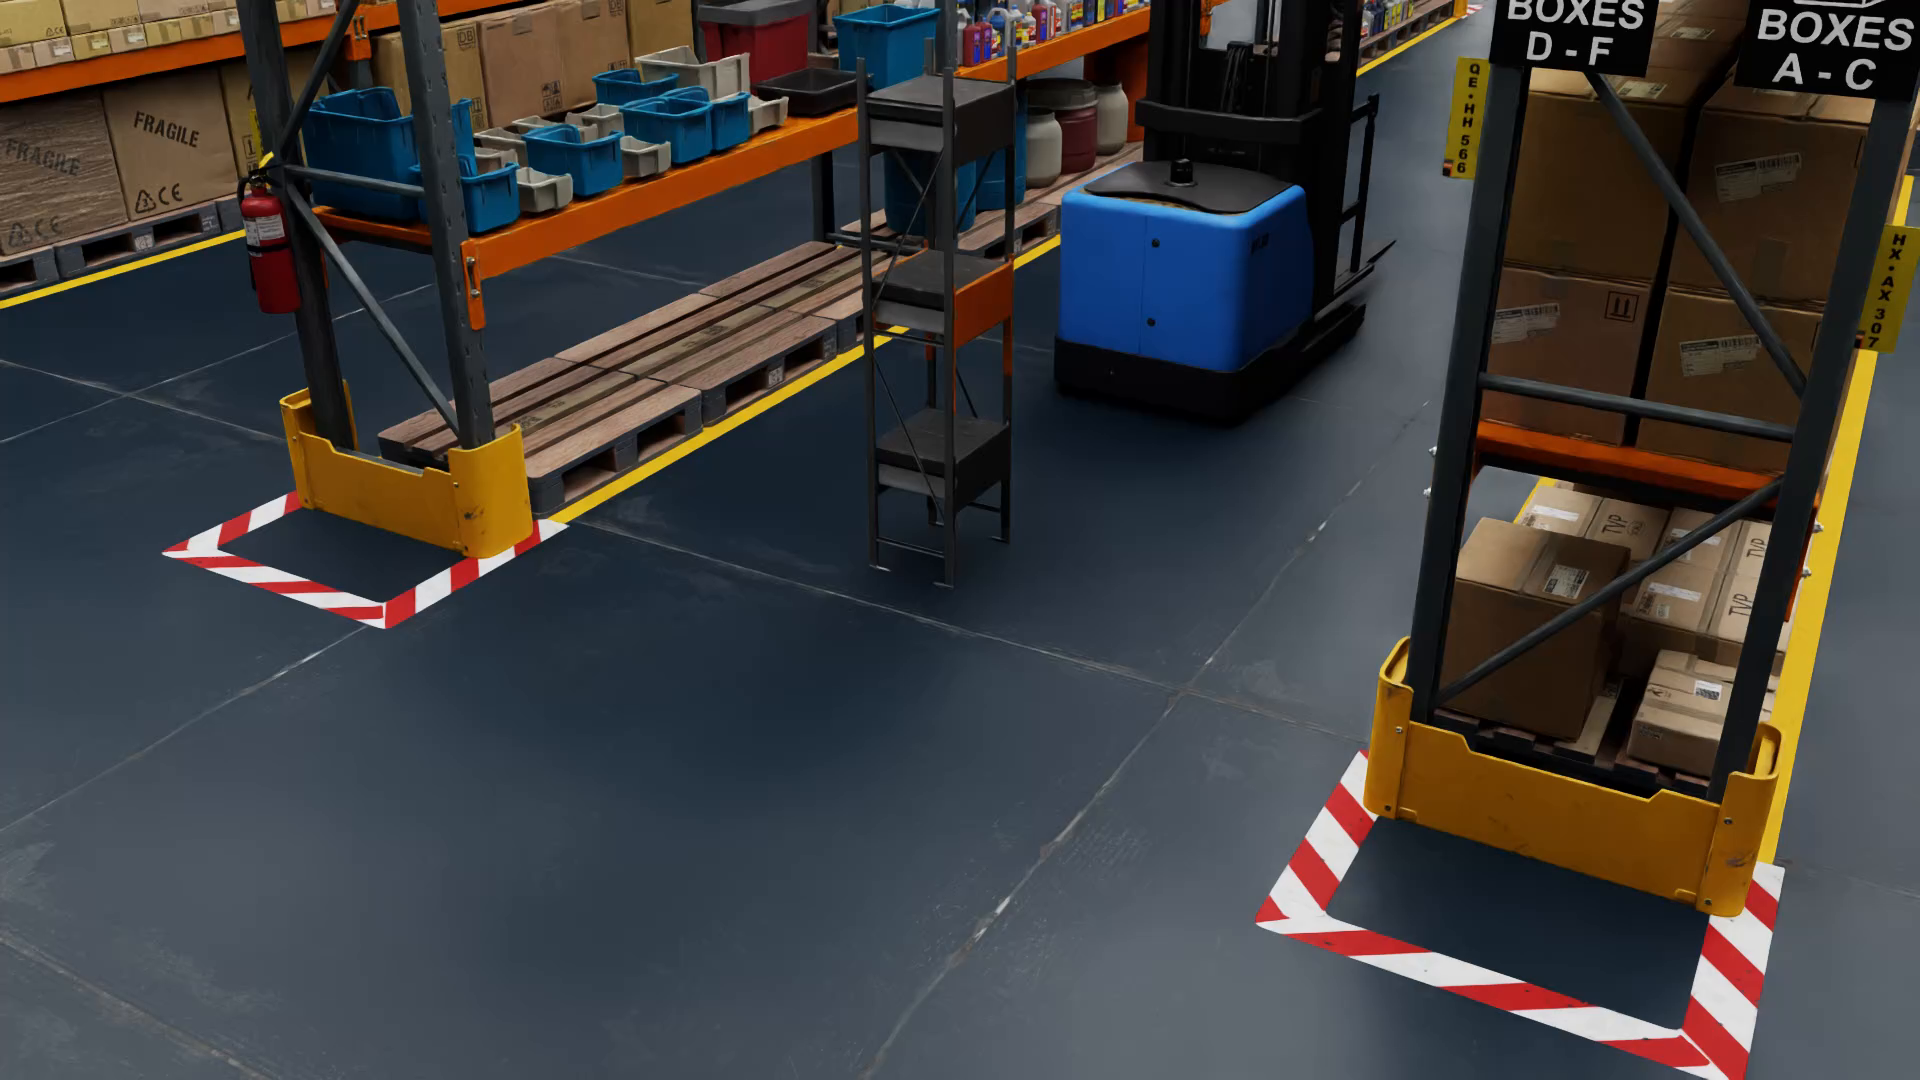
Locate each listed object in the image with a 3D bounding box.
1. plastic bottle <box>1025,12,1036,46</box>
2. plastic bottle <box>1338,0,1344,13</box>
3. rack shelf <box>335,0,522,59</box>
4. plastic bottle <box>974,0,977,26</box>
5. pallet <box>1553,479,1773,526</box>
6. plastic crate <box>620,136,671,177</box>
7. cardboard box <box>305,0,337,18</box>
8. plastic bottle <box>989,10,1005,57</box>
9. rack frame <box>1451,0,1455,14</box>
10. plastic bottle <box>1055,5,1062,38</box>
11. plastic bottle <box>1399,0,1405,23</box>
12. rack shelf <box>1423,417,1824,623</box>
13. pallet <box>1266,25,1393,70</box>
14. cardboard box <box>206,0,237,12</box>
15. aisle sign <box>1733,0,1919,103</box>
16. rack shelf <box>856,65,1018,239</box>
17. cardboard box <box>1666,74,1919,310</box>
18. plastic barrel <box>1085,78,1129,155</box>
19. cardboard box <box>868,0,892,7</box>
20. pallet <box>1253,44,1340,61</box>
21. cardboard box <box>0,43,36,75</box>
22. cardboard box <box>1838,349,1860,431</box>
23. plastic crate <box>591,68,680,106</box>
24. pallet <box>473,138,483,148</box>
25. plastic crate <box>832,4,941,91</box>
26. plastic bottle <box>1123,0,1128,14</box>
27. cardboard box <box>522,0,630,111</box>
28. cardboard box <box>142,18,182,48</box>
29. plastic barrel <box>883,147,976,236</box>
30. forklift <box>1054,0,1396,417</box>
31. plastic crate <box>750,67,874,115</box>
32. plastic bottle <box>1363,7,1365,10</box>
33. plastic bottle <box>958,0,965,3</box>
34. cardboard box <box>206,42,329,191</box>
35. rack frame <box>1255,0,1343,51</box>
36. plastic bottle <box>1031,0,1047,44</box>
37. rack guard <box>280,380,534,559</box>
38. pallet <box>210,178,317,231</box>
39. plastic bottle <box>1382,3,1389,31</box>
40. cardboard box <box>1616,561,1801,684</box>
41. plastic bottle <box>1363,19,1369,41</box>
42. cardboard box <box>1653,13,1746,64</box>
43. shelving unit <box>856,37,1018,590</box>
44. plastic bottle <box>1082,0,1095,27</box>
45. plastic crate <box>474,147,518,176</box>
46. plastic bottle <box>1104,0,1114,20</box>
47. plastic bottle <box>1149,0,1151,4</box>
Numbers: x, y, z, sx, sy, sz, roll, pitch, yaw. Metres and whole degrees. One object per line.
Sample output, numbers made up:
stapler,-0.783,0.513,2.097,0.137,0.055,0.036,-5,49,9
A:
plastic bottle,0.440,-3.280,10.674,0.097,0.201,0.097,0,27,0
plastic bottle,4.213,-5.959,18.437,0.097,0.201,0.097,0,27,0
rack shelf,-3.805,-4.564,13.819,1.077,0.370,4.000,14,30,26
plastic bottle,0.044,-3.666,11.361,0.152,0.276,0.135,14,30,26
pallet,2.896,0.069,6.877,1.003,0.211,1.213,14,30,26
plastic crate,-1.473,-1.760,7.642,0.250,0.136,0.298,14,30,26
cardboard box,-4.654,-3.802,11.776,0.380,0.149,0.250,14,30,26
plastic bottle,0.230,-3.145,10.326,0.097,0.271,0.097,0,27,0
rack frame,5.427,-7.692,19.265,1.000,3.000,0.127,14,30,26
plastic bottle,0.619,-3.423,10.958,0.097,0.201,0.097,0,27,0
plastic bottle,4.689,-5.712,17.861,0.152,0.276,0.135,13,30,25
rack shelf,2.850,-0.822,6.344,1.077,0.370,4.000,14,30,26
pallet,3.826,-5.138,17.279,1.003,0.211,1.213,14,30,26
cardboard box,-5.030,-3.740,11.205,0.500,0.250,0.500,15,30,28
aisle sign,2.089,-1.435,3.862,0.394,0.787,0.004,14,30,26
rack shelf,-0.081,-1.488,6.344,0.431,0.518,0.480,14,30,26
cardboard box,2.314,-0.971,4.609,0.500,0.500,0.500,15,30,28
plastic barrel,1.065,-3.215,12.632,0.421,0.512,0.421,0,27,0
cardboard box,-1.174,-6.068,18.322,0.700,0.500,0.500,12,29,22
pallet,3.106,-4.571,16.146,1.003,0.211,1.213,14,30,26
cardboard box,-5.791,-2.901,9.975,0.380,0.149,0.250,14,30,25
cardboard box,3.801,-0.717,7.633,0.500,0.500,0.500,14,30,26
plastic crate,-1.657,-2.265,8.544,0.416,0.233,0.300,14,30,26
pallet,-4.475,-3.176,13.359,1.003,0.211,1.213,14,30,26
plastic crate,-0.409,-2.778,9.399,0.392,0.384,0.575,14,30,26
plastic bottle,1.142,-3.837,11.786,0.097,0.201,0.097,0,27,0
cardboard box,-3.624,-4.292,14.378,1.225,0.875,0.875,14,30,26
cardboard box,-5.285,-3.302,10.775,0.380,0.149,0.250,14,30,25
plastic barrel,-0.194,-2.473,10.714,0.600,0.901,0.708,14,30,26
forklift,1.698,-2.541,9.051,1.130,2.935,3.031,15,30,28
plastic crate,-0.793,-2.424,8.981,0.437,0.125,0.590,14,30,26
plastic bottle,4.092,-5.400,17.154,0.144,0.351,0.185,14,30,26
plastic bottle,-0.018,-3.501,11.037,0.097,0.271,0.097,0,27,0
cardboard box,-5.183,-3.104,12.004,0.875,0.875,0.875,14,30,26
rack frame,3.459,-6.133,16.150,1.000,3.000,0.127,14,30,26
plastic bottle,0.512,-3.358,10.737,0.061,0.283,0.133,14,30,26
rack guard,-2.445,-0.326,7.343,1.175,0.500,0.348,14,30,26
pallet,-5.231,-2.580,12.168,1.003,0.211,1.213,14,30,26
plastic bottle,4.428,-5.467,17.363,0.061,0.283,0.133,16,31,28
cardboard box,2.627,0.325,5.831,0.500,0.250,0.500,14,30,26
plastic bottle,4.097,-5.185,16.892,0.097,0.201,0.097,0,27,0
cardboard box,2.345,-1.490,5.647,0.500,0.500,0.500,15,30,27
shelving unit,-0.081,-0.874,6.651,0.431,2.100,0.503,14,30,26
plastic bottle,0.830,-3.678,11.302,0.144,0.351,0.185,14,30,26
plastic crate,-2.201,-1.723,7.568,0.396,0.136,0.243,14,30,26
plastic bottle,0.987,-3.802,11.549,0.144,0.351,0.185,14,30,26
plastic bottle,1.382,-4.058,12.149,0.097,0.271,0.097,0,27,0
